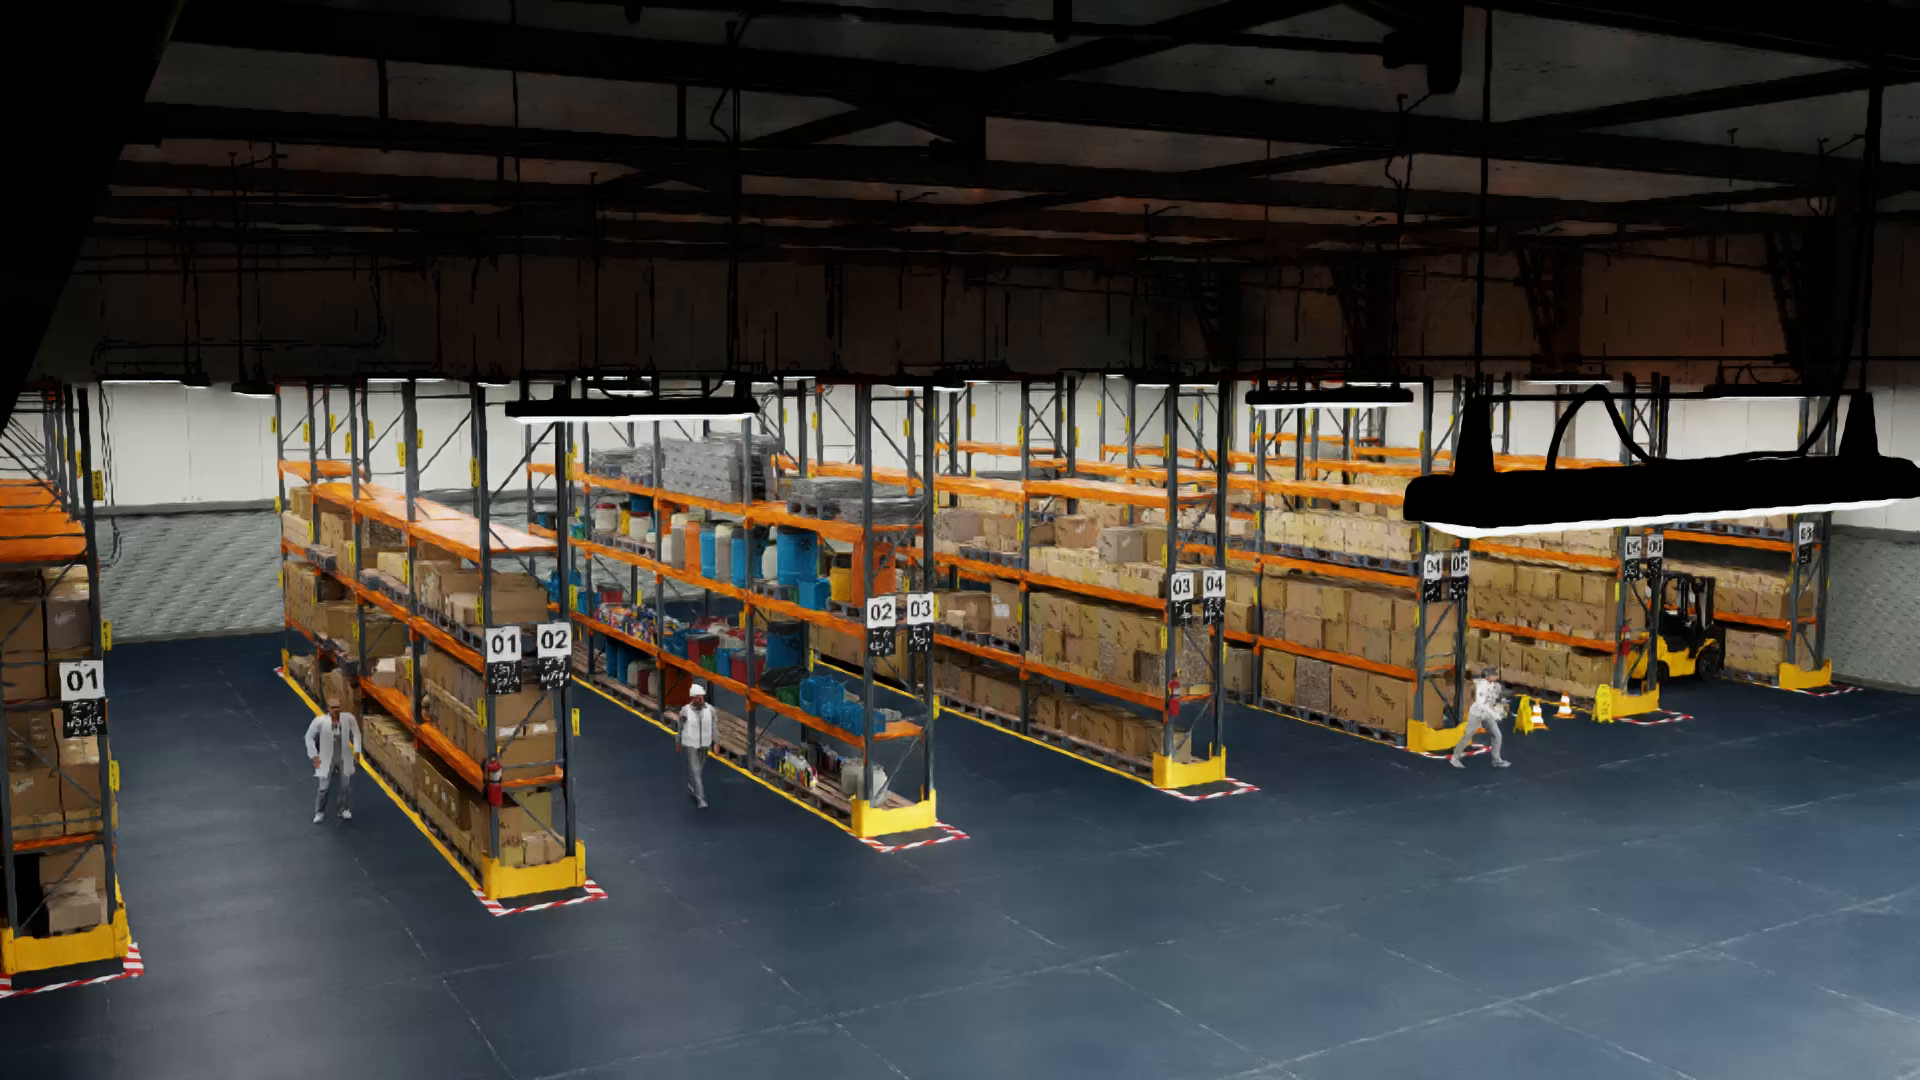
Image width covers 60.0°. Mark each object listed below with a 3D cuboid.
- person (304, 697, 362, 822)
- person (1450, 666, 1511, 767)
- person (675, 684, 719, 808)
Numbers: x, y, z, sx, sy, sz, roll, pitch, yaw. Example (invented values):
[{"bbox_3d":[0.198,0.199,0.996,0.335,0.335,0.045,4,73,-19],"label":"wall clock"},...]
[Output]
[{"bbox_3d":[-8.576,2.987,22.769,0.727,1.733,0.546,-4,7,-31],"label":"person"},{"bbox_3d":[8.040,2.713,25.690,0.798,1.610,0.634,6,8,41],"label":"person"},{"bbox_3d":[-3.716,2.891,23.657,0.555,1.725,1.029,-4,7,-31],"label":"person"}]
